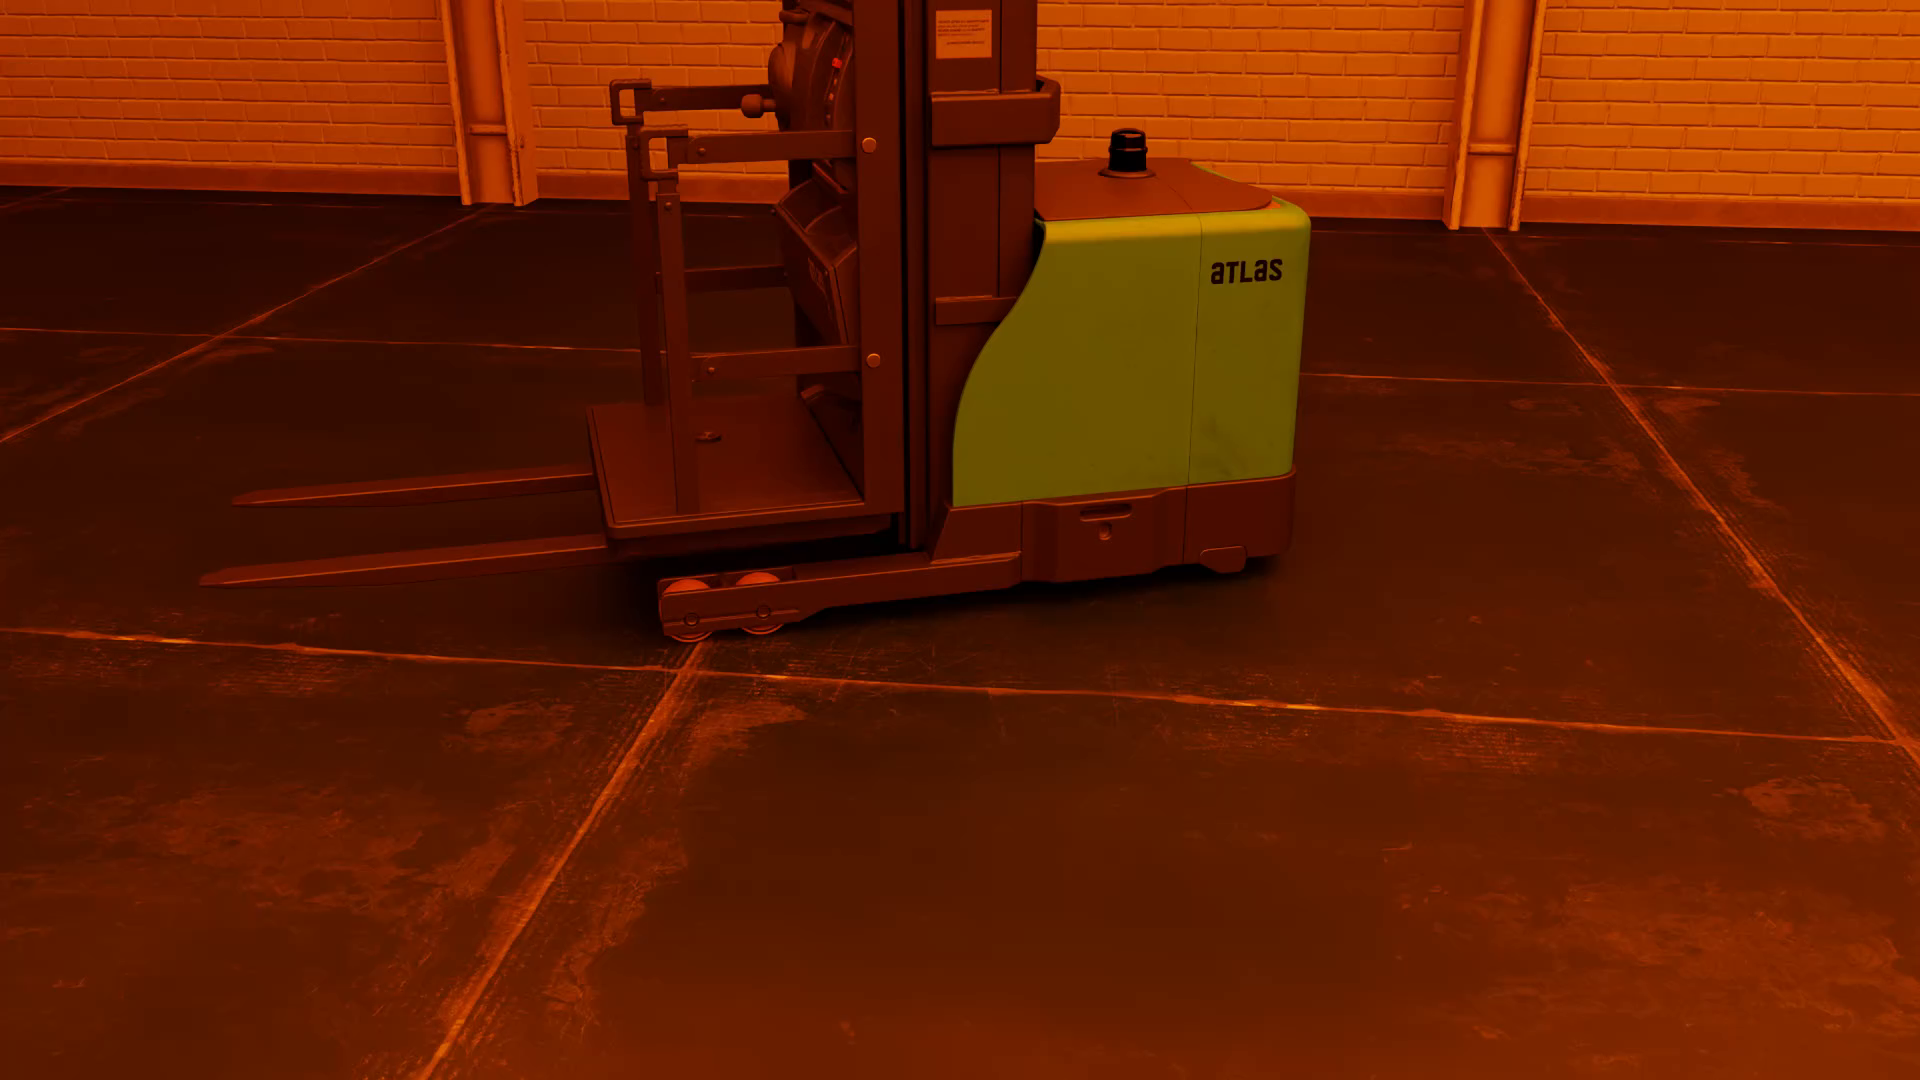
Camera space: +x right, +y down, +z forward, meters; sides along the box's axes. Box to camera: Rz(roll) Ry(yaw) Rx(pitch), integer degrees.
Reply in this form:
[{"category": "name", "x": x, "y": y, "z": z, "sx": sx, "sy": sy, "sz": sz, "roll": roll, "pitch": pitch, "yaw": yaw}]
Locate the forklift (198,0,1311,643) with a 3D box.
[{"category": "forklift", "x": -0.588, "y": -1.301, "z": 4.485, "sx": 3.031, "sy": 2.935, "sz": 1.130, "roll": -6, "pitch": 23, "yaw": -14}]
